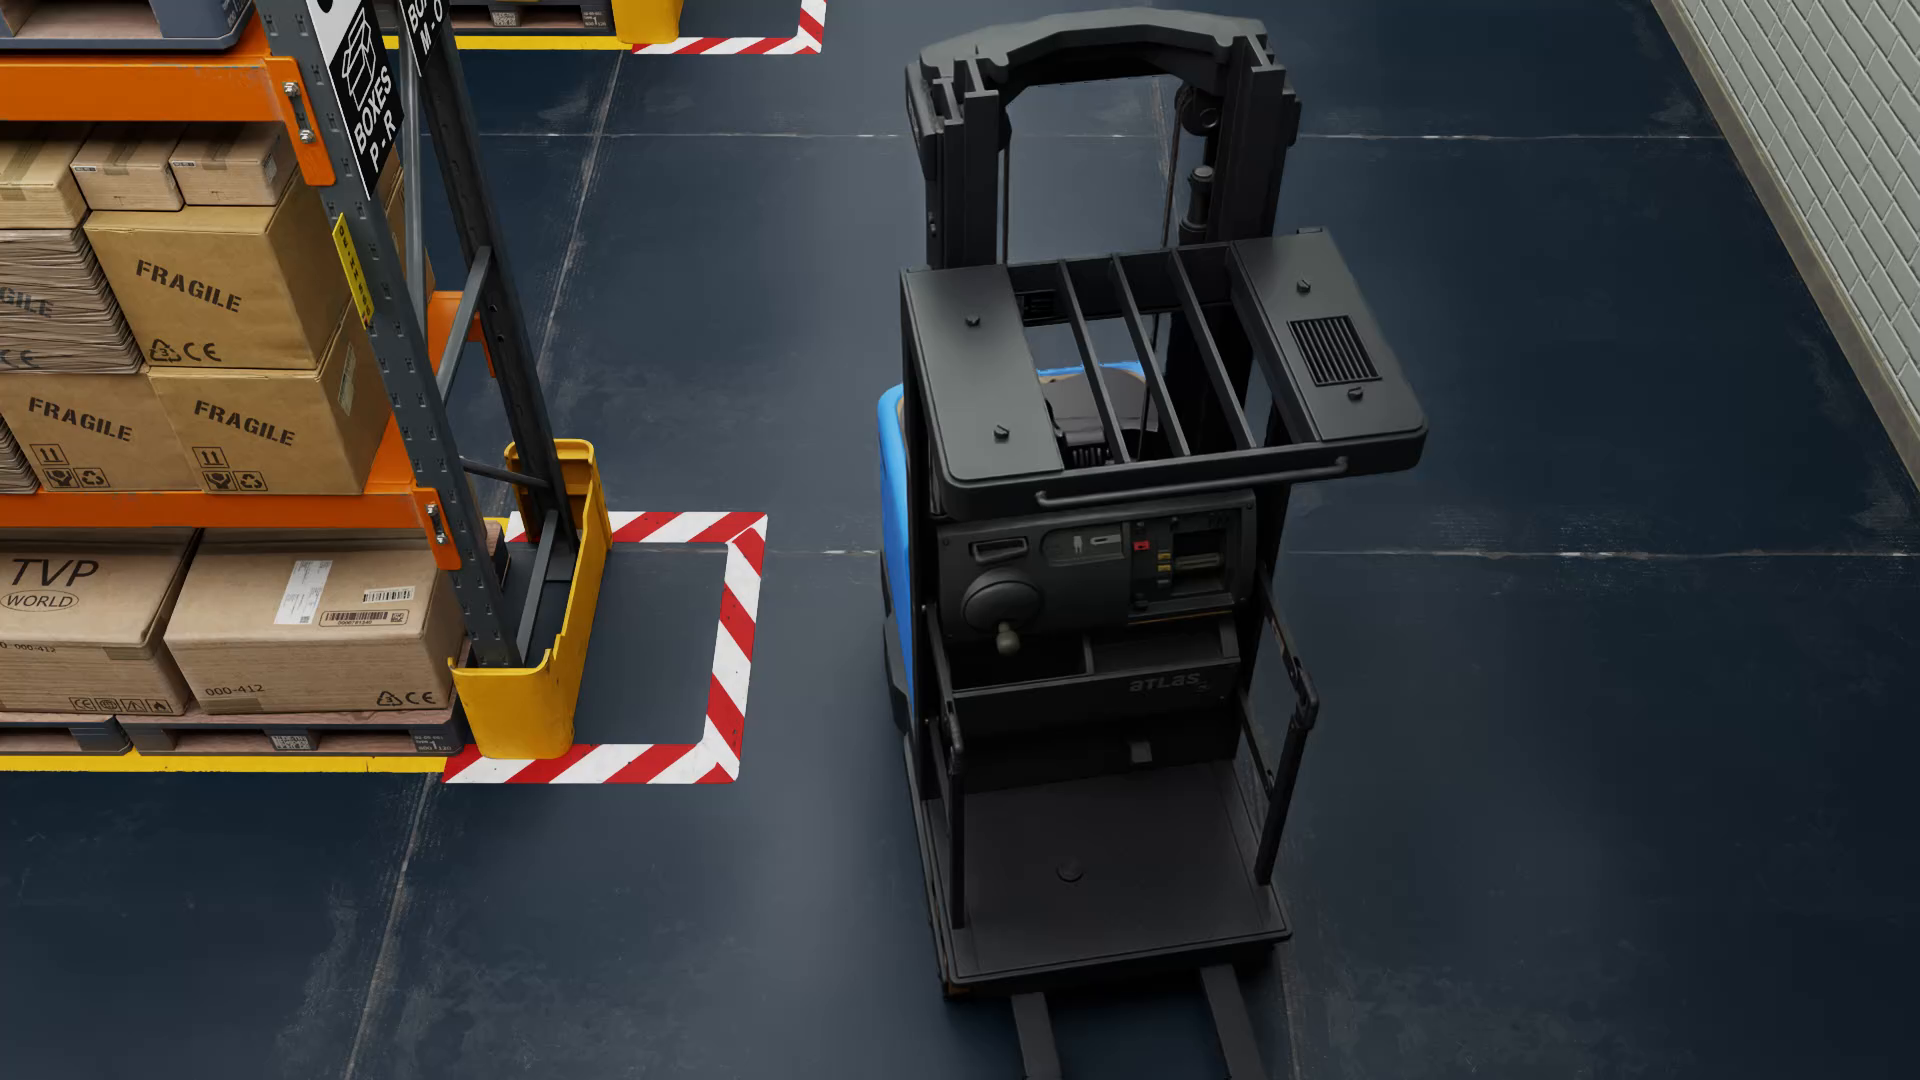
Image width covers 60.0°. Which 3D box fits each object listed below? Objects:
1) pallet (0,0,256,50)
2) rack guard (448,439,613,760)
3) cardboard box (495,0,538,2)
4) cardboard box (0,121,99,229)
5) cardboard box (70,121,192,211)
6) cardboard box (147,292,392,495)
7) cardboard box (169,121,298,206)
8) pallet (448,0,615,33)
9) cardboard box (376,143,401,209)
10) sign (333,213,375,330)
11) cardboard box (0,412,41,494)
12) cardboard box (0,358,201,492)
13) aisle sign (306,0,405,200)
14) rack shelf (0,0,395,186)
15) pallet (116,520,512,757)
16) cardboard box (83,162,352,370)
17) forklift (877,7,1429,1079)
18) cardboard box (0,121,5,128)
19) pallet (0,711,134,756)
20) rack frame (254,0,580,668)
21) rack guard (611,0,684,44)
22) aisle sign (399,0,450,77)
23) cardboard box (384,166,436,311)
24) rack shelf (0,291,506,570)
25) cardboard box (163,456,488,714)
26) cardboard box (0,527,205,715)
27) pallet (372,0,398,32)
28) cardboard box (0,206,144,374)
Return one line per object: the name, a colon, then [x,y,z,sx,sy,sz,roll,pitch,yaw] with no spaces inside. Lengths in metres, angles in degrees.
pallet: [-2.366,-1.634,4.314,1.213,0.211,1.003,0,47,0]
rack guard: [-1.601,0.204,6.300,0.348,0.500,1.175,0,47,0]
cardboard box: [-2.492,-3.219,9.438,0.250,0.149,0.380,1,47,1]
cardboard box: [-2.497,-1.020,4.537,0.250,0.149,0.380,0,47,0]
cardboard box: [-2.238,-1.081,4.594,0.250,0.149,0.380,1,47,1]
cardboard box: [-2.108,-0.490,5.169,0.500,0.500,0.500,0,47,0]
cardboard box: [-1.984,-1.098,4.609,0.250,0.149,0.380,1,47,1]
pallet: [-2.595,-3.350,9.805,1.213,0.211,1.003,0,47,0]
cardboard box: [-2.103,-1.233,5.178,0.500,0.500,0.500,-1,47,-1]
sign: [-1.640,-0.726,4.505,0.005,0.325,0.100,0,47,0]
cardboard box: [-3.124,-0.496,5.175,0.500,0.500,0.500,1,47,1]
cardboard box: [-2.610,-0.502,5.181,0.500,0.500,0.500,-1,47,-1]
aisle sign: [-1.554,-1.307,4.222,0.004,0.787,0.394,0,47,0]
rack shelf: [-3.625,-1.430,4.555,4.000,0.370,1.077,0,47,0]
pallet: [-2.424,0.357,6.354,1.213,0.211,1.003,0,47,0]
cardboard box: [-2.107,-0.850,4.821,0.500,0.500,0.500,2,47,1]
forklift: [0.435,0.196,4.646,1.130,2.935,3.031,-7,47,-6]
cardboard box: [-2.748,-1.051,4.566,0.250,0.149,0.380,1,47,1]
pallet: [-3.641,0.352,6.359,1.213,0.211,1.003,0,47,0]
rack frame: [-1.625,-0.648,5.385,0.127,3.000,1.000,0,47,0]
rack guard: [-1.783,-3.420,9.673,0.348,0.500,1.175,0,47,0]
aisle sign: [-1.551,-1.746,4.631,0.004,0.787,0.394,0,47,0]
cardboard box: [-2.103,-0.894,5.545,0.500,0.500,0.500,0,47,0]
rack shelf: [-3.625,-0.408,5.653,4.000,0.370,1.077,0,47,0]
cardboard box: [-2.285,0.153,6.103,0.875,0.438,0.875,-1,47,-1]
cardboard box: [-3.200,0.157,6.099,0.875,0.438,0.875,1,47,1]
pallet: [-3.812,-3.355,9.810,1.213,0.211,1.003,0,47,0]
cardboard box: [-2.630,-0.830,4.803,0.500,0.500,0.500,0,47,0]
